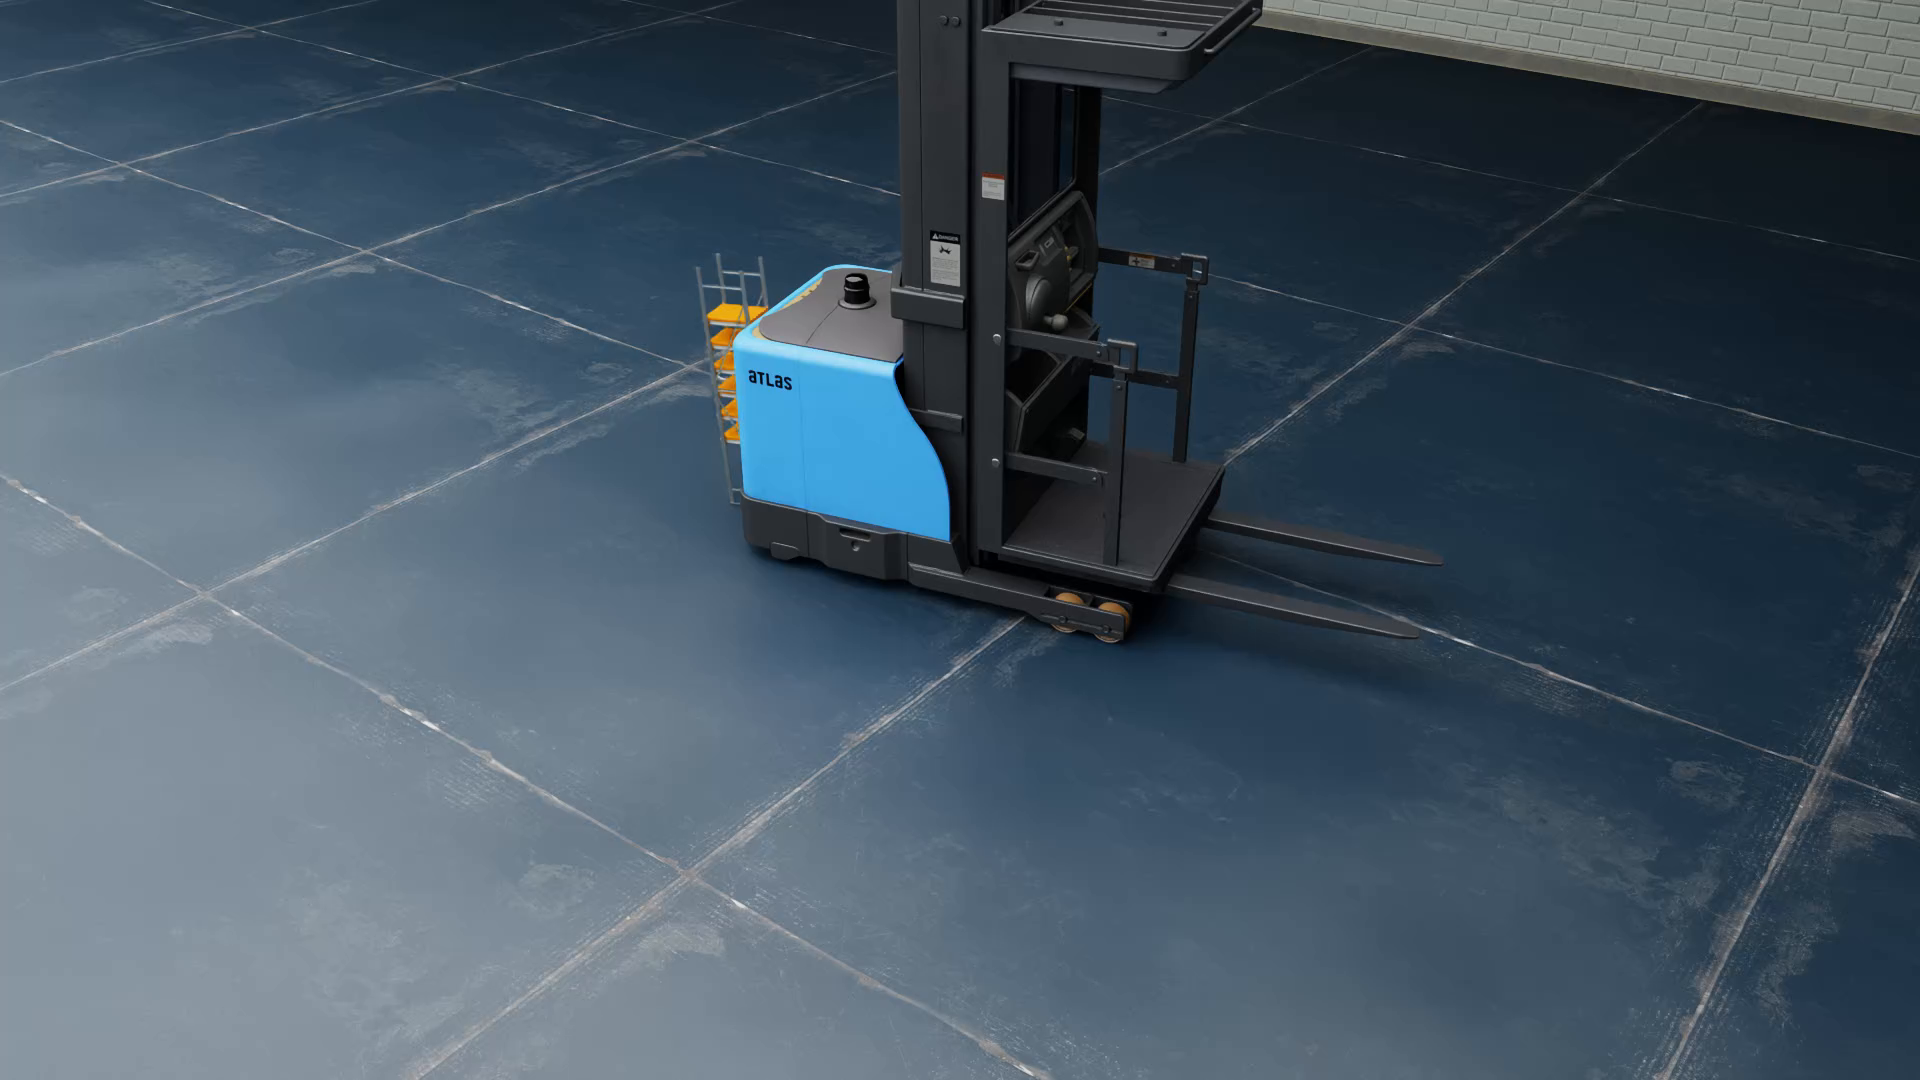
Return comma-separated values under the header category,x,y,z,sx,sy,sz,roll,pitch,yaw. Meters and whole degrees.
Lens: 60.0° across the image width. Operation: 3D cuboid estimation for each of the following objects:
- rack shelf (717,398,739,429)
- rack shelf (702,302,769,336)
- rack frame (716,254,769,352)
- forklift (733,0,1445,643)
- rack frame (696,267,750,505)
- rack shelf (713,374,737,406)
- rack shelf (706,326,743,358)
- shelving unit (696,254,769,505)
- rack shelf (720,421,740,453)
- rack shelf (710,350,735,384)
category,x,y,z,sx,sy,sz,roll,pitch,yaw
rack shelf,-0.991,-0.584,7.864,0.258,0.103,0.180,8,31,21
rack shelf,-1.022,-1.003,7.631,0.258,0.103,0.180,8,31,21
rack frame,-0.968,-0.771,7.858,0.240,1.200,0.006,8,31,21
forklift,0.572,-1.136,6.793,3.031,2.935,1.130,12,33,20
rack frame,-1.035,-0.685,7.711,0.240,1.200,0.006,8,31,21
rack shelf,-0.999,-0.689,7.806,0.258,0.103,0.180,8,31,21
rack shelf,-1.014,-0.898,7.690,0.258,0.103,0.180,8,31,21
shelving unit,-1.002,-0.728,7.785,0.258,1.200,0.189,8,31,21
rack shelf,-0.983,-0.480,7.923,0.258,0.103,0.180,8,31,21
rack shelf,-1.006,-0.794,7.748,0.258,0.103,0.180,8,31,21
